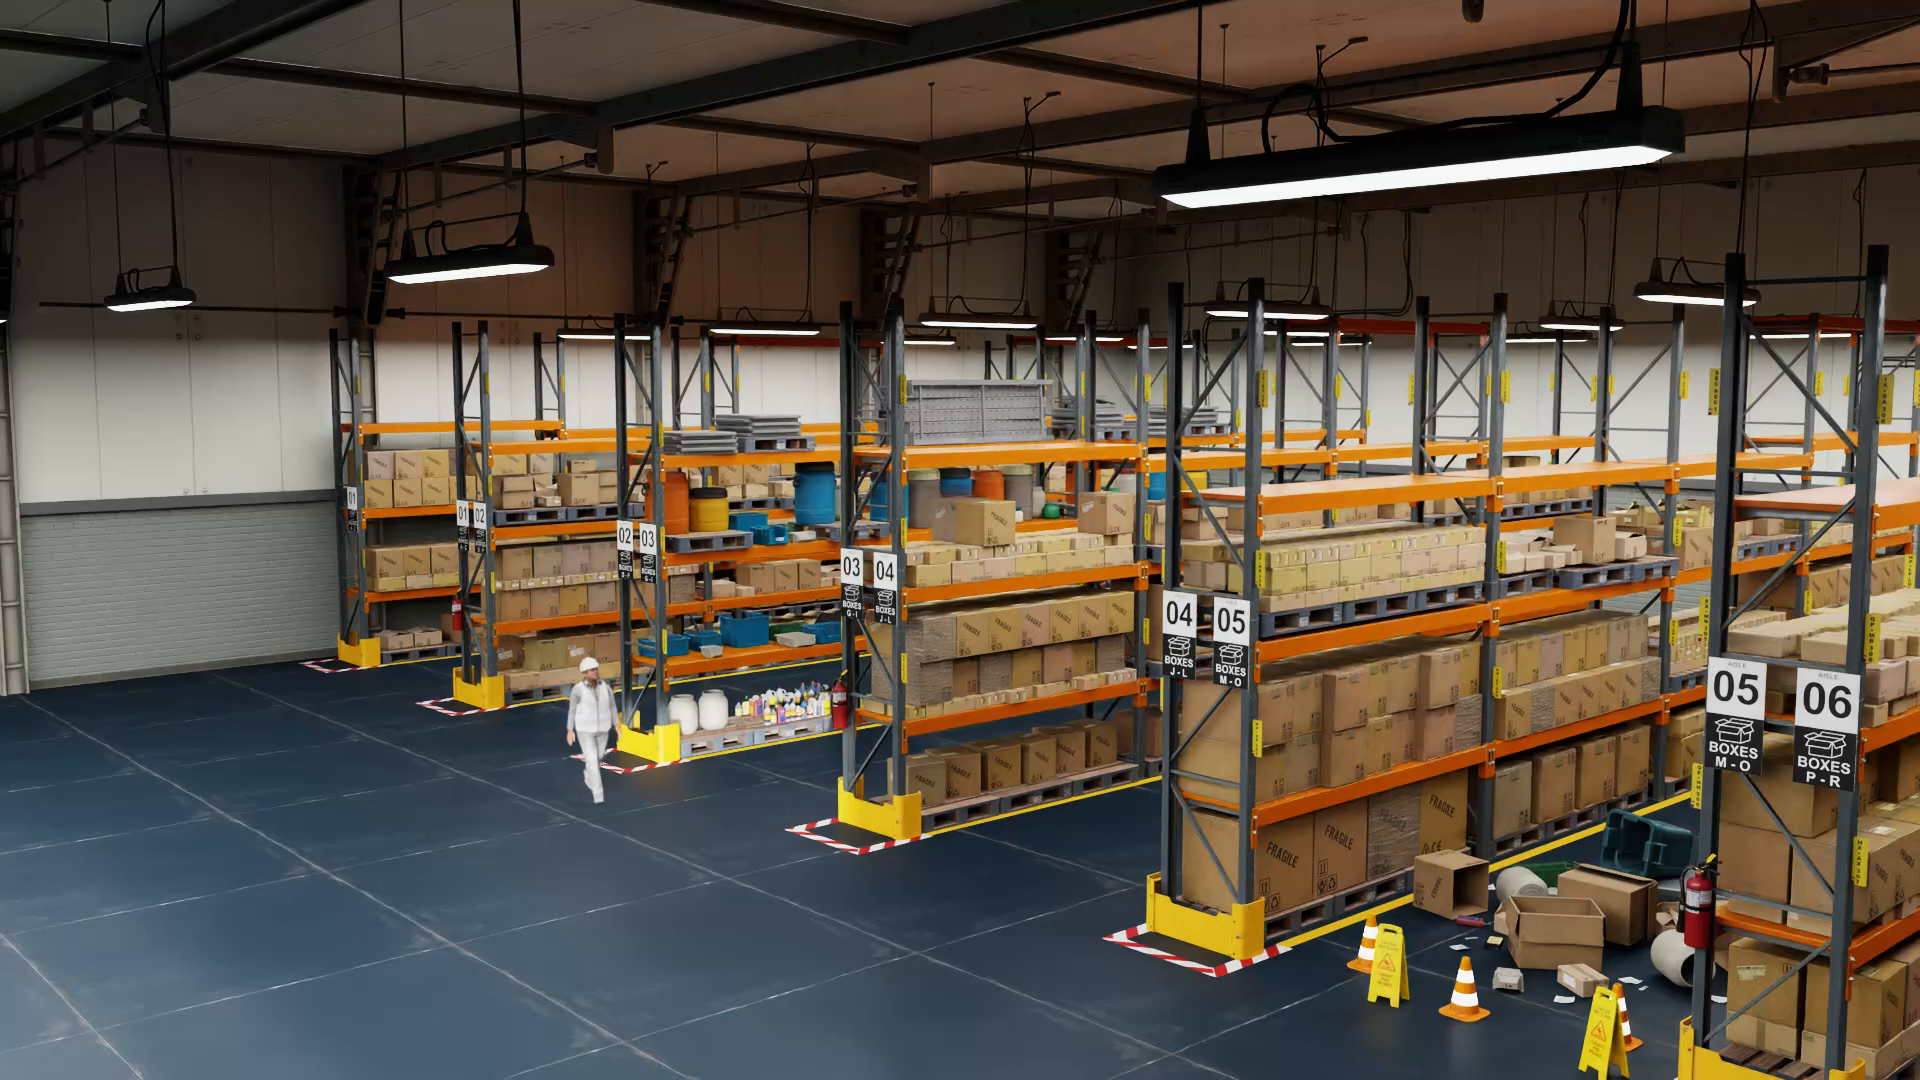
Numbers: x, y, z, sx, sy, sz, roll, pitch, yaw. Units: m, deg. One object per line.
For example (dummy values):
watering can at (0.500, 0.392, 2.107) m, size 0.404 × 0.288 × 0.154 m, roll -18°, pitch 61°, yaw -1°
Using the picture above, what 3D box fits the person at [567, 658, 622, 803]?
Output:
person at (-4.473, 2.298, 20.318) m, size 0.602 × 1.731 × 1.053 m, roll -3°, pitch 7°, yaw -31°
